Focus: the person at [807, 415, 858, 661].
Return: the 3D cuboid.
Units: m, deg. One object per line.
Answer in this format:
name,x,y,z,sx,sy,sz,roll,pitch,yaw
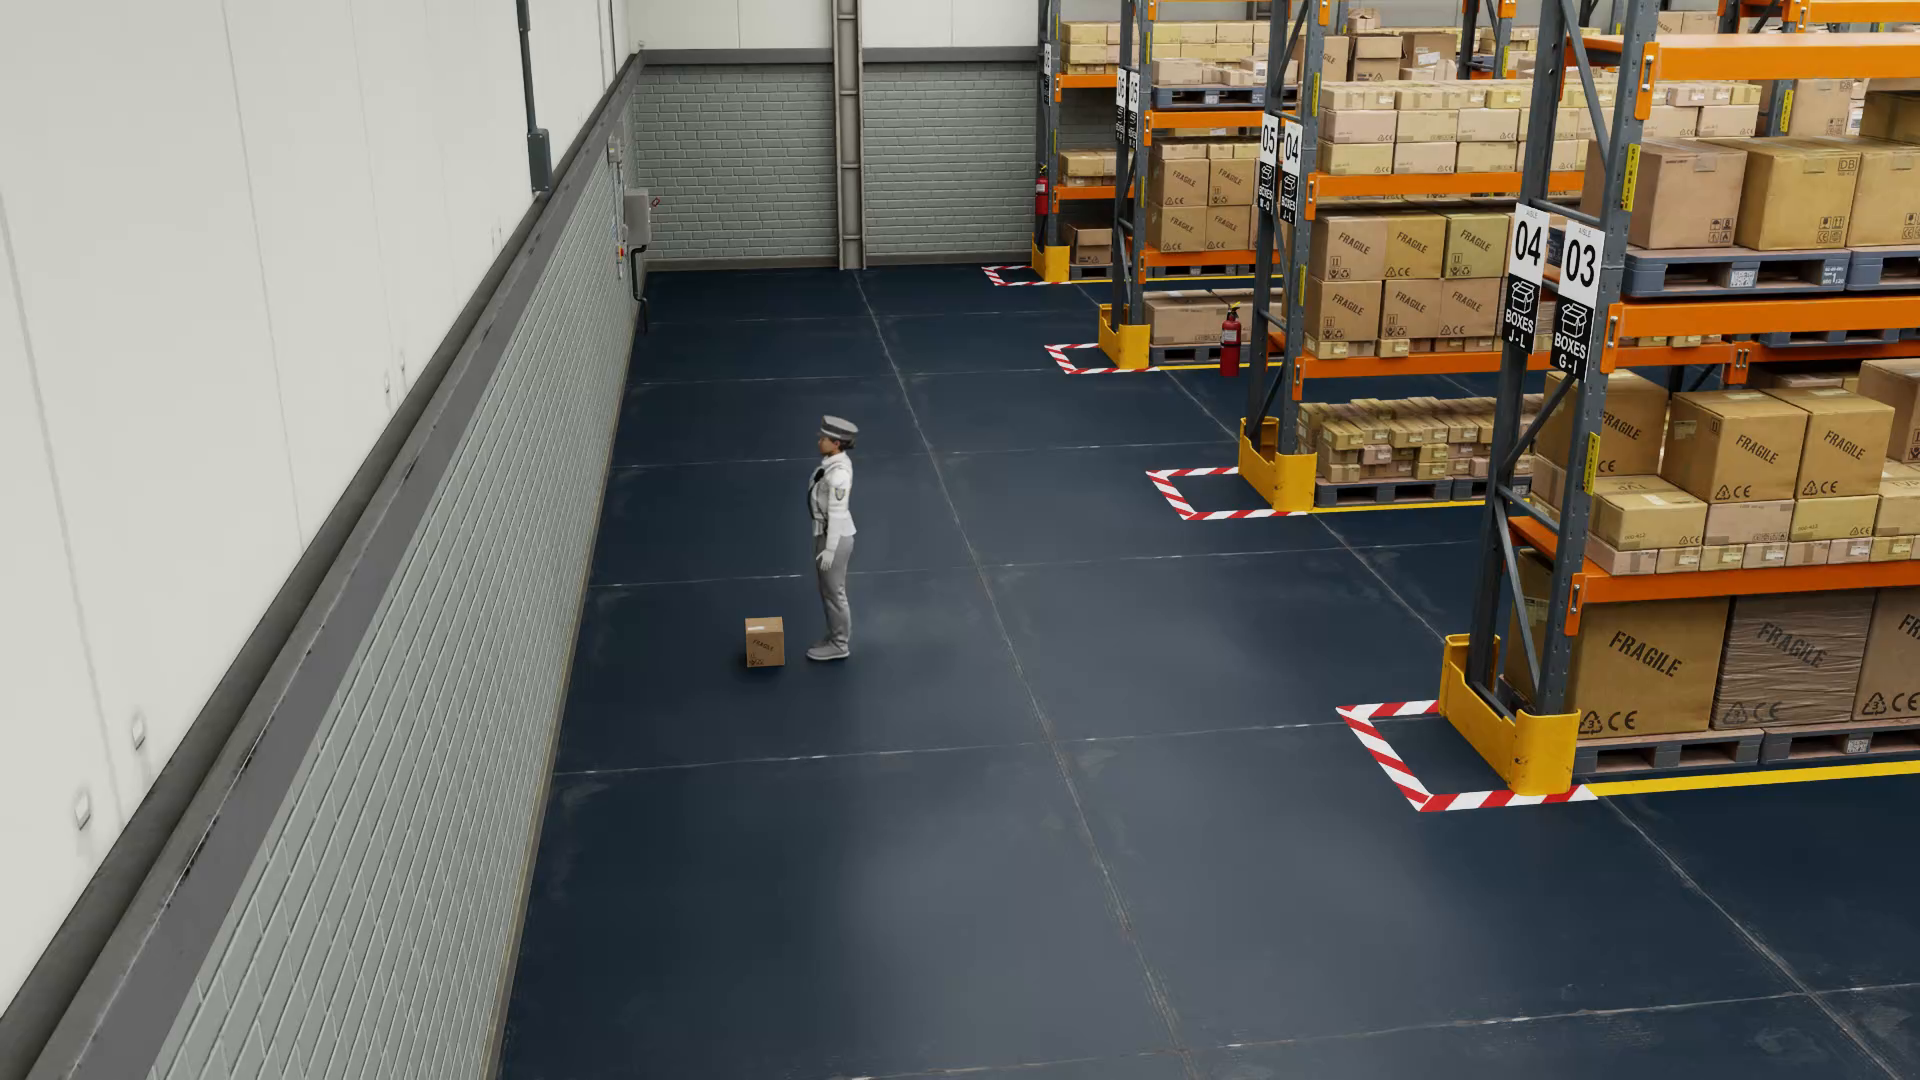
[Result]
person,-0.852,0.012,11.059,0.384,1.744,0.490,-3,20,-7
